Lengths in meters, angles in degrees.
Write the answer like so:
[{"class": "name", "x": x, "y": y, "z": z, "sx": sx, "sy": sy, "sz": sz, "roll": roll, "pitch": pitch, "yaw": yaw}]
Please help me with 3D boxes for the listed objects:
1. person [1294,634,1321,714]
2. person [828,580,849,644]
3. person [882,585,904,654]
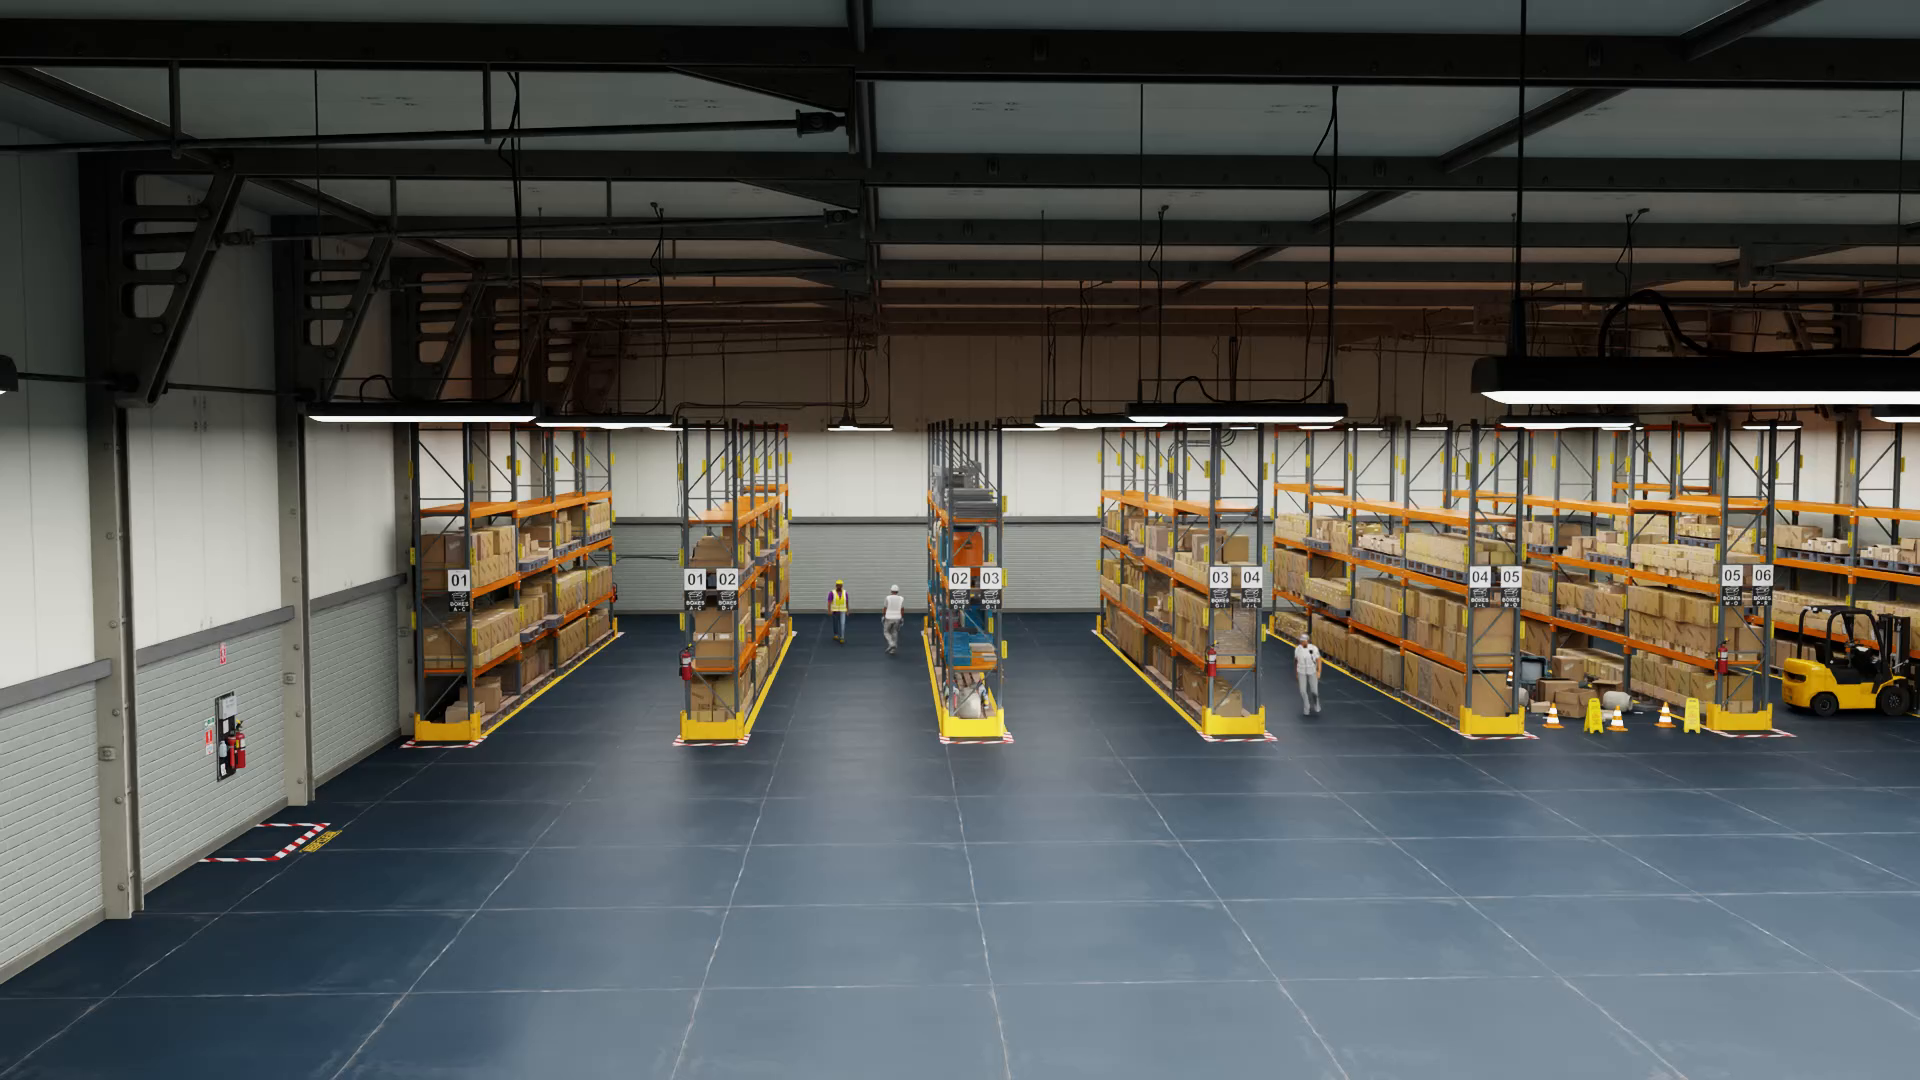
[{"class": "person", "x": 7.120, "y": 2.729, "z": 34.055, "sx": 0.553, "sy": 1.647, "sz": 0.552, "roll": 1, "pitch": 4, "yaw": 20}, {"class": "person", "x": -3.326, "y": 1.952, "z": 45.485, "sx": 0.588, "sy": 1.710, "sz": 1.093, "roll": 0, "pitch": 4, "yaw": -6}, {"class": "person", "x": -1.720, "y": 2.059, "z": 43.128, "sx": 0.587, "sy": 1.780, "sz": 0.564, "roll": -1, "pitch": 4, "yaw": -14}]
